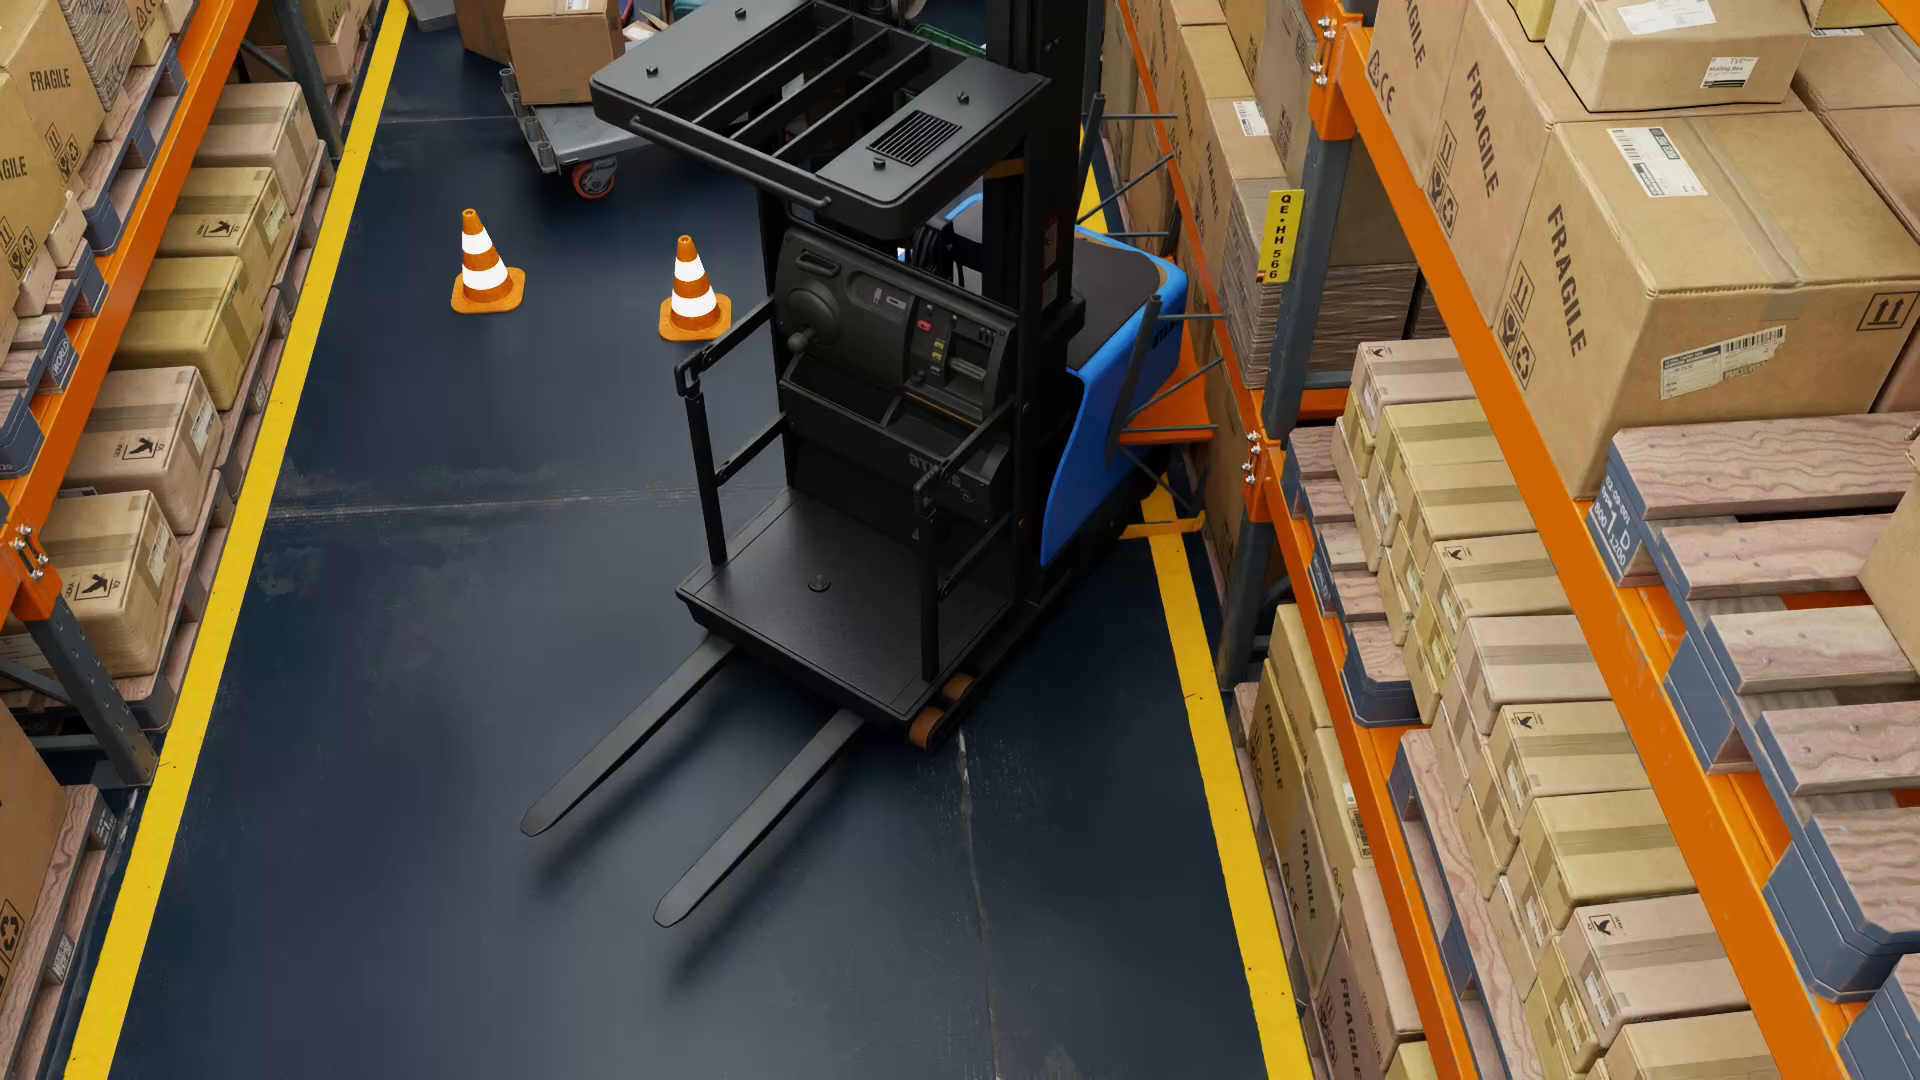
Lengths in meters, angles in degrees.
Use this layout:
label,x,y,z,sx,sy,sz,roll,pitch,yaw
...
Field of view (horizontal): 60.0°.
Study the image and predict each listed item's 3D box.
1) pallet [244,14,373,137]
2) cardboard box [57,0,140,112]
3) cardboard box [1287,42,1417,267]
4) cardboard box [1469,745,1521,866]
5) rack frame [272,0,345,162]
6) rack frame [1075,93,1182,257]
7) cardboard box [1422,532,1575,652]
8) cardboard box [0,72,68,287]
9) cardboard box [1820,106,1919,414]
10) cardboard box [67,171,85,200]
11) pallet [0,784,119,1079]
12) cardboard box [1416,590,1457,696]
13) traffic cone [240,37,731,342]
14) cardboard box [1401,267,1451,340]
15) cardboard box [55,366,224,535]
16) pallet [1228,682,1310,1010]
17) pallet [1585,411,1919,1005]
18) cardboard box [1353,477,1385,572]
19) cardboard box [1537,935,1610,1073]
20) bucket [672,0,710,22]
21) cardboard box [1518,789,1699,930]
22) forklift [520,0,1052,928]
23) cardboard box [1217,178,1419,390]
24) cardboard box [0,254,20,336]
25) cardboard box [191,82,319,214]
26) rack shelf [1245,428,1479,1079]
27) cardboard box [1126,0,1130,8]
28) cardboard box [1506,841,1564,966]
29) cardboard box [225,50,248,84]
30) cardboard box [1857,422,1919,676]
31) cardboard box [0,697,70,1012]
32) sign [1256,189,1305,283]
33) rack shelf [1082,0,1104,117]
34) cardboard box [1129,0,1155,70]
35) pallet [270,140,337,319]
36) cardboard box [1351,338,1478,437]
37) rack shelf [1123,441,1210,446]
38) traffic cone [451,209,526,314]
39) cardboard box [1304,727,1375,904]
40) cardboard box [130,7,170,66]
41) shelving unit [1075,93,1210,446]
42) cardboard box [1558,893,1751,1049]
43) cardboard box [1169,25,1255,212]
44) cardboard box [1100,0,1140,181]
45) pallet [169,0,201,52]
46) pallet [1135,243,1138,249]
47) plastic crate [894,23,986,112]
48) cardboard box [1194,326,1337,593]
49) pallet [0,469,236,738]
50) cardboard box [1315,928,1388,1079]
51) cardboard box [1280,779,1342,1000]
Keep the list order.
label,x,y,z,sx,sy,sz,roll,pitch,yaw
pallet,-3.863,-2.568,9.173,1.003,0.211,1.213,-3,47,-3
cardboard box,-3.380,-1.892,6.049,0.500,0.500,0.500,-5,47,-5
cardboard box,1.459,-1.226,5.224,0.700,0.500,0.500,-4,47,-4
cardboard box,1.437,0.611,3.921,0.380,0.149,0.250,-4,47,-4
rack frame,-3.772,-3.043,7.702,1.000,3.000,0.127,-3,47,-3
rack frame,0.662,-1.264,6.911,0.500,1.500,0.032,-3,57,-10
cardboard box,1.396,0.125,4.177,0.380,0.149,0.250,-5,47,-5
cardboard box,-3.295,-1.146,5.343,0.500,0.500,0.500,-1,47,-1
cardboard box,1.881,-0.468,3.129,0.500,0.500,0.500,-3,47,-3
cardboard box,-3.347,-1.230,5.870,0.380,0.149,0.250,-1,47,-1
pallet,-3.446,1.385,5.429,1.003,0.211,1.213,-3,47,-3
cardboard box,1.399,0.251,4.262,0.380,0.149,0.250,-3,47,-3
traffic cone,-2.661,-2.436,7.260,3.046,2.808,1.723,-3,47,-3
cardboard box,1.719,-0.898,5.602,0.500,0.500,0.500,-3,47,-3
cardboard box,-3.544,-0.332,6.656,0.950,0.372,0.625,-4,47,-4
pallet,1.551,1.002,5.792,1.003,0.211,1.213,-3,47,-3
pallet,1.787,0.201,2.693,1.213,0.211,1.003,-3,47,-3
cardboard box,1.346,-0.050,4.752,0.380,0.149,0.250,-1,47,-1
cardboard box,1.478,0.982,3.570,0.380,0.149,0.250,-3,47,-3
bucket,-1.157,-2.772,8.653,0.726,0.611,0.620,11,58,10
cardboard box,1.462,0.693,3.639,0.380,0.149,0.250,-4,47,-4
forklift,-0.535,-1.036,5.849,2.033,2.935,3.733,27,52,23
cardboard box,1.182,-0.867,5.572,0.500,0.500,0.500,-3,47,-3
cardboard box,-3.244,-0.769,4.986,0.500,0.500,0.500,-5,47,-4
cardboard box,-3.726,-1.904,8.145,0.950,0.372,0.625,-3,47,-3
rack shelf,1.655,1.172,4.206,1.077,0.370,4.000,-3,47,-3
cardboard box,0.971,-2.689,7.298,0.500,0.500,0.500,-3,47,-3
cardboard box,1.463,0.806,3.736,0.380,0.149,0.250,-2,47,-2
cardboard box,-4.089,-2.653,8.938,0.500,0.250,0.500,-2,47,-1
cardboard box,1.824,0.035,2.362,0.797,0.503,0.637,-4,47,-4
cardboard box,-3.462,0.942,5.102,0.875,0.875,0.875,-4,47,-4
sign,0.934,-0.885,4.861,0.100,0.325,0.005,-3,47,-3
rack shelf,8.748,-2.408,7.101,15.905,3.000,4.168,-3,47,-3
cardboard box,1.010,-2.327,6.956,0.500,0.500,0.500,-4,47,-4
pallet,-3.705,-1.521,8.181,1.003,0.211,1.213,-3,47,-3
cardboard box,1.333,-0.436,4.707,0.380,0.149,0.250,-3,47,-3
rack shelf,0.718,-0.763,6.754,0.416,0.036,0.922,-3,57,-10
traffic cone,-2.273,-1.358,7.854,0.336,0.463,0.334,-3,47,-3
cardboard box,1.346,0.815,4.964,0.500,0.250,0.500,-4,47,-4
cardboard box,-3.383,-2.006,6.604,0.380,0.149,0.250,-4,47,-3
shelving unit,0.731,-0.869,6.653,0.500,1.500,0.985,-3,57,-10
cardboard box,1.486,0.887,3.454,0.380,0.149,0.250,-5,47,-5
cardboard box,1.100,-1.589,6.257,0.500,0.500,0.500,-4,47,-4
cardboard box,1.294,-2.344,8.301,1.050,0.750,0.750,-4,47,-3
pallet,-3.853,-2.415,7.240,1.003,0.211,1.213,-3,47,-3
pallet,1.397,-1.019,7.706,1.003,0.211,1.213,-3,47,-3
plastic crate,-0.168,-2.516,9.100,0.450,0.188,0.662,25,51,9
cardboard box,1.526,-0.339,6.402,1.050,0.750,0.750,-4,47,-4
pallet,-3.501,0.245,6.509,1.003,0.211,1.213,-3,47,-3
cardboard box,1.385,1.454,4.875,0.500,0.500,0.500,-5,47,-4
cardboard box,1.338,1.083,5.227,0.500,0.500,0.500,-3,47,-3
